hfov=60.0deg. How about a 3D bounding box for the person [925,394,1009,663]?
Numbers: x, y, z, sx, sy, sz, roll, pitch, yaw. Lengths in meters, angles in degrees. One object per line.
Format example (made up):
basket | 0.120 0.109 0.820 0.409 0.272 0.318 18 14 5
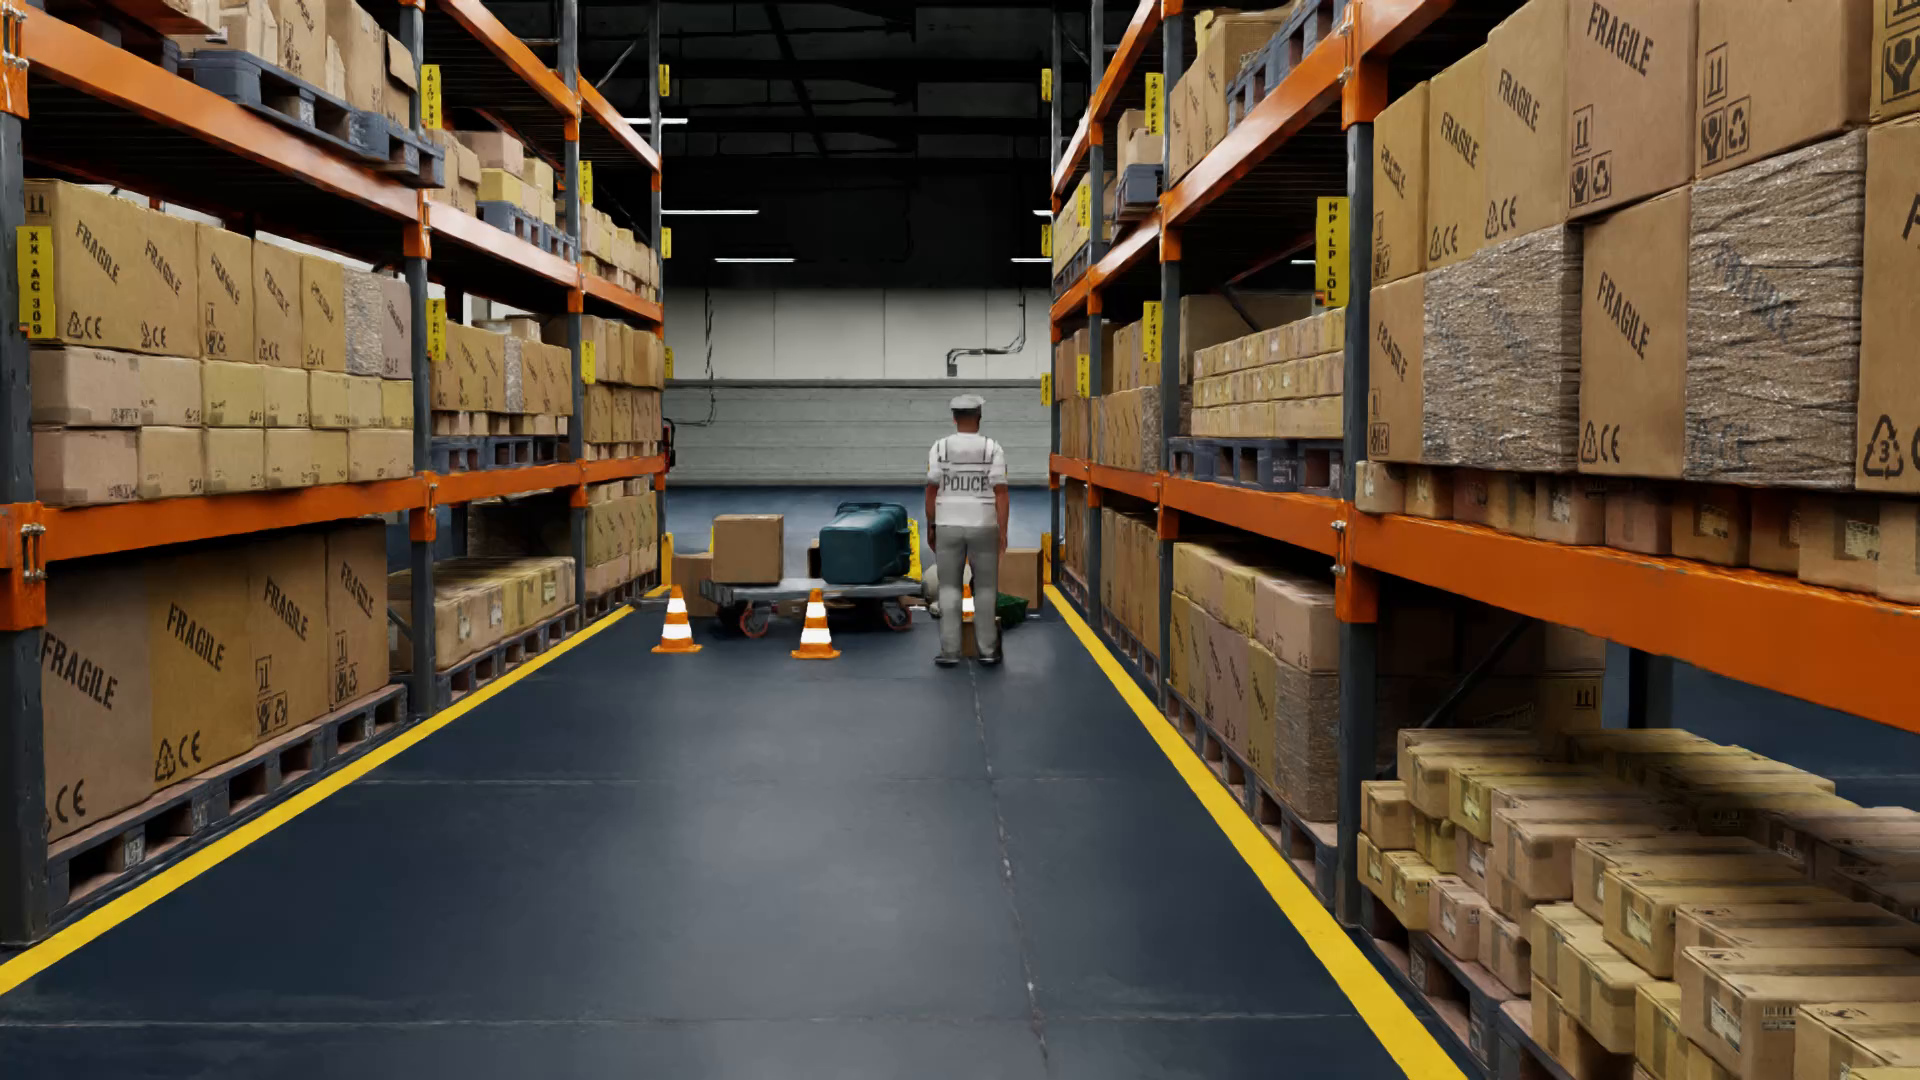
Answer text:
person | 0.053 -0.075 10.968 0.553 1.778 0.450 0 4 6
